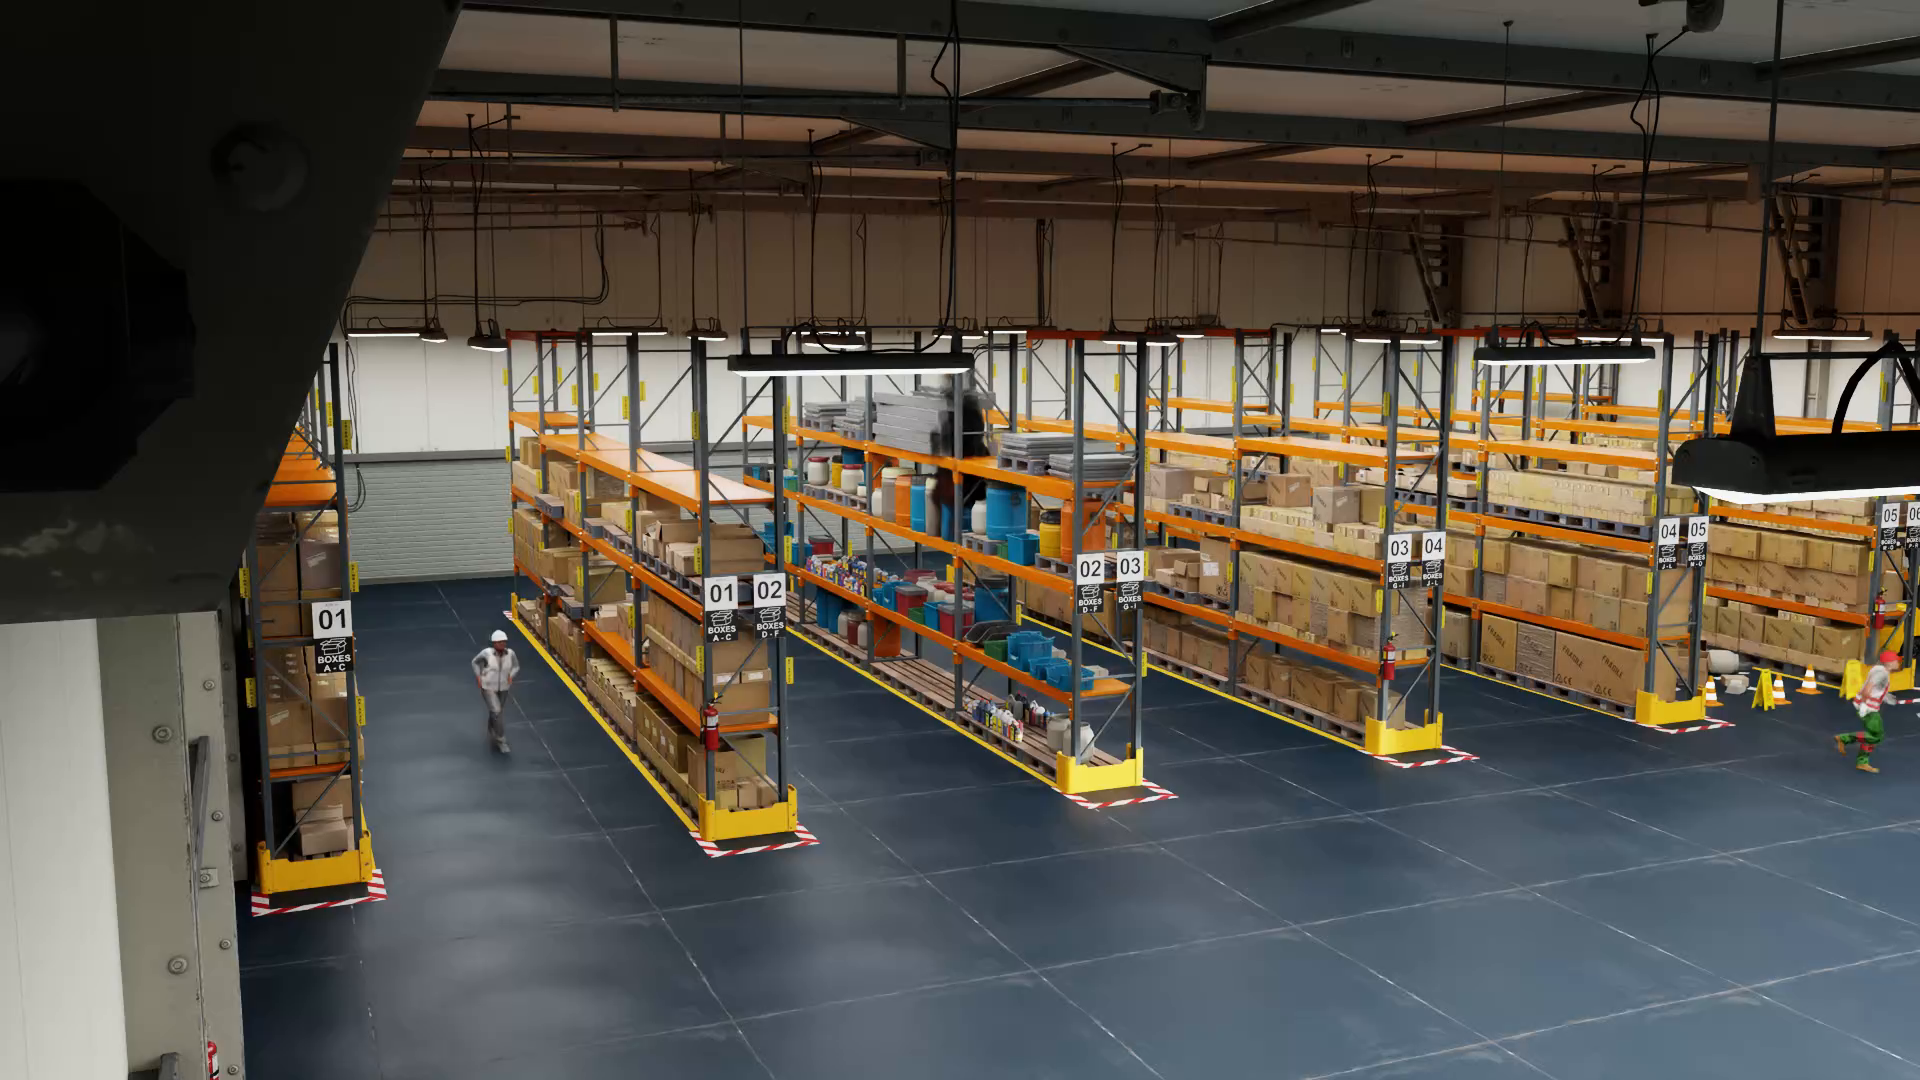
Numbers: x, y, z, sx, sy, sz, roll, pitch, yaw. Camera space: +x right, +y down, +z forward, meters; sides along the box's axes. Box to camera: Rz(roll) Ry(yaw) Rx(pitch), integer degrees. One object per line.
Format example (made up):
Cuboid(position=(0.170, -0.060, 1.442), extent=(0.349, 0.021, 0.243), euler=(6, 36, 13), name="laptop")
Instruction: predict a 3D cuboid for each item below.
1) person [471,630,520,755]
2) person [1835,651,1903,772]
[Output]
Cuboid(position=(-6.778, 2.166, 24.289), extent=(0.658, 1.784, 0.950), euler=(-5, 9, -34), name="person")
Cuboid(position=(12.616, 2.368, 23.120), extent=(0.777, 1.712, 0.654), euler=(2, 8, 16), name="person")
